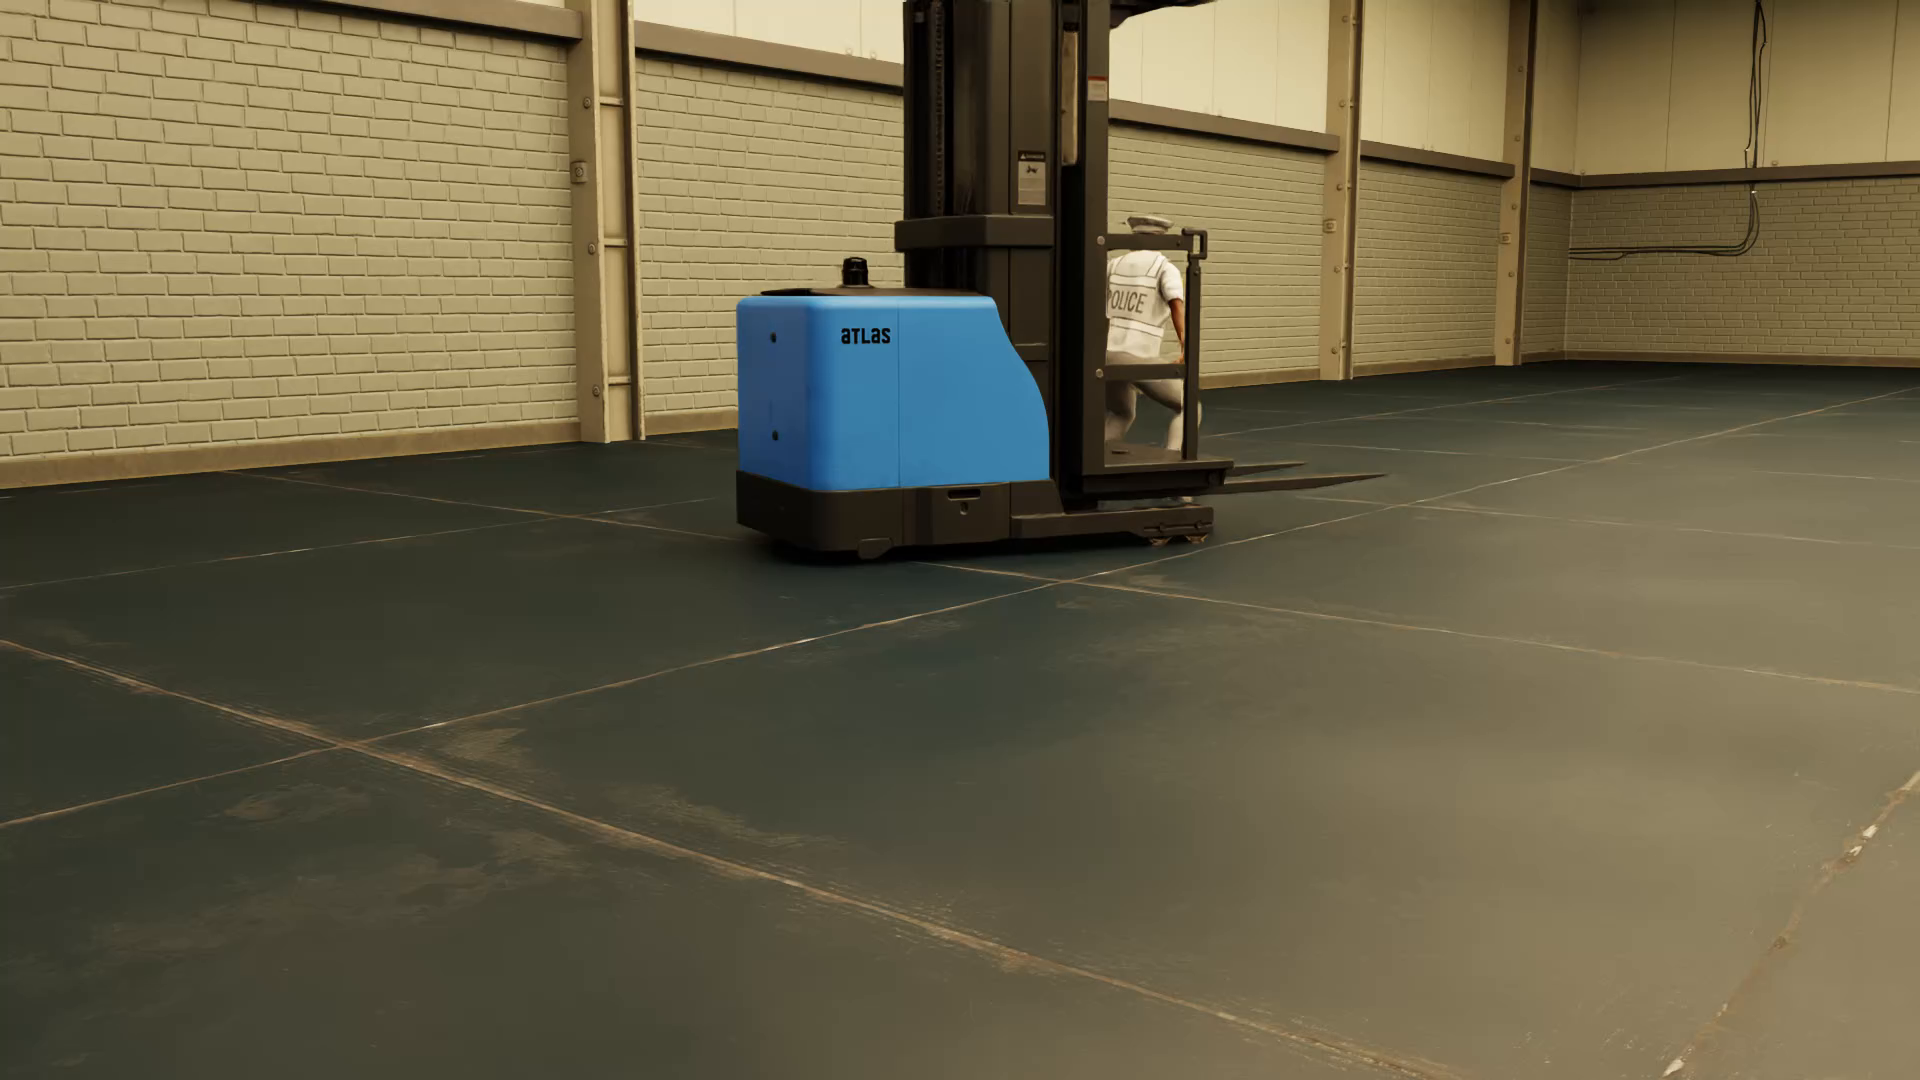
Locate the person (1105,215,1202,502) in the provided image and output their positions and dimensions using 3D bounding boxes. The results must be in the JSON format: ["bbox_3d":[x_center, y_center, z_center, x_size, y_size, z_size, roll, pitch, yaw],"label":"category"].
[{"bbox_3d":[0.993,-0.950,8.967,0.515,1.586,0.884,-8,12,-44],"label":"person"}]

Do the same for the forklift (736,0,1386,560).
[{"bbox_3d":[0.556,-1.493,7.486,3.031,2.935,1.130,-4,9,-26],"label":"forklift"}]
